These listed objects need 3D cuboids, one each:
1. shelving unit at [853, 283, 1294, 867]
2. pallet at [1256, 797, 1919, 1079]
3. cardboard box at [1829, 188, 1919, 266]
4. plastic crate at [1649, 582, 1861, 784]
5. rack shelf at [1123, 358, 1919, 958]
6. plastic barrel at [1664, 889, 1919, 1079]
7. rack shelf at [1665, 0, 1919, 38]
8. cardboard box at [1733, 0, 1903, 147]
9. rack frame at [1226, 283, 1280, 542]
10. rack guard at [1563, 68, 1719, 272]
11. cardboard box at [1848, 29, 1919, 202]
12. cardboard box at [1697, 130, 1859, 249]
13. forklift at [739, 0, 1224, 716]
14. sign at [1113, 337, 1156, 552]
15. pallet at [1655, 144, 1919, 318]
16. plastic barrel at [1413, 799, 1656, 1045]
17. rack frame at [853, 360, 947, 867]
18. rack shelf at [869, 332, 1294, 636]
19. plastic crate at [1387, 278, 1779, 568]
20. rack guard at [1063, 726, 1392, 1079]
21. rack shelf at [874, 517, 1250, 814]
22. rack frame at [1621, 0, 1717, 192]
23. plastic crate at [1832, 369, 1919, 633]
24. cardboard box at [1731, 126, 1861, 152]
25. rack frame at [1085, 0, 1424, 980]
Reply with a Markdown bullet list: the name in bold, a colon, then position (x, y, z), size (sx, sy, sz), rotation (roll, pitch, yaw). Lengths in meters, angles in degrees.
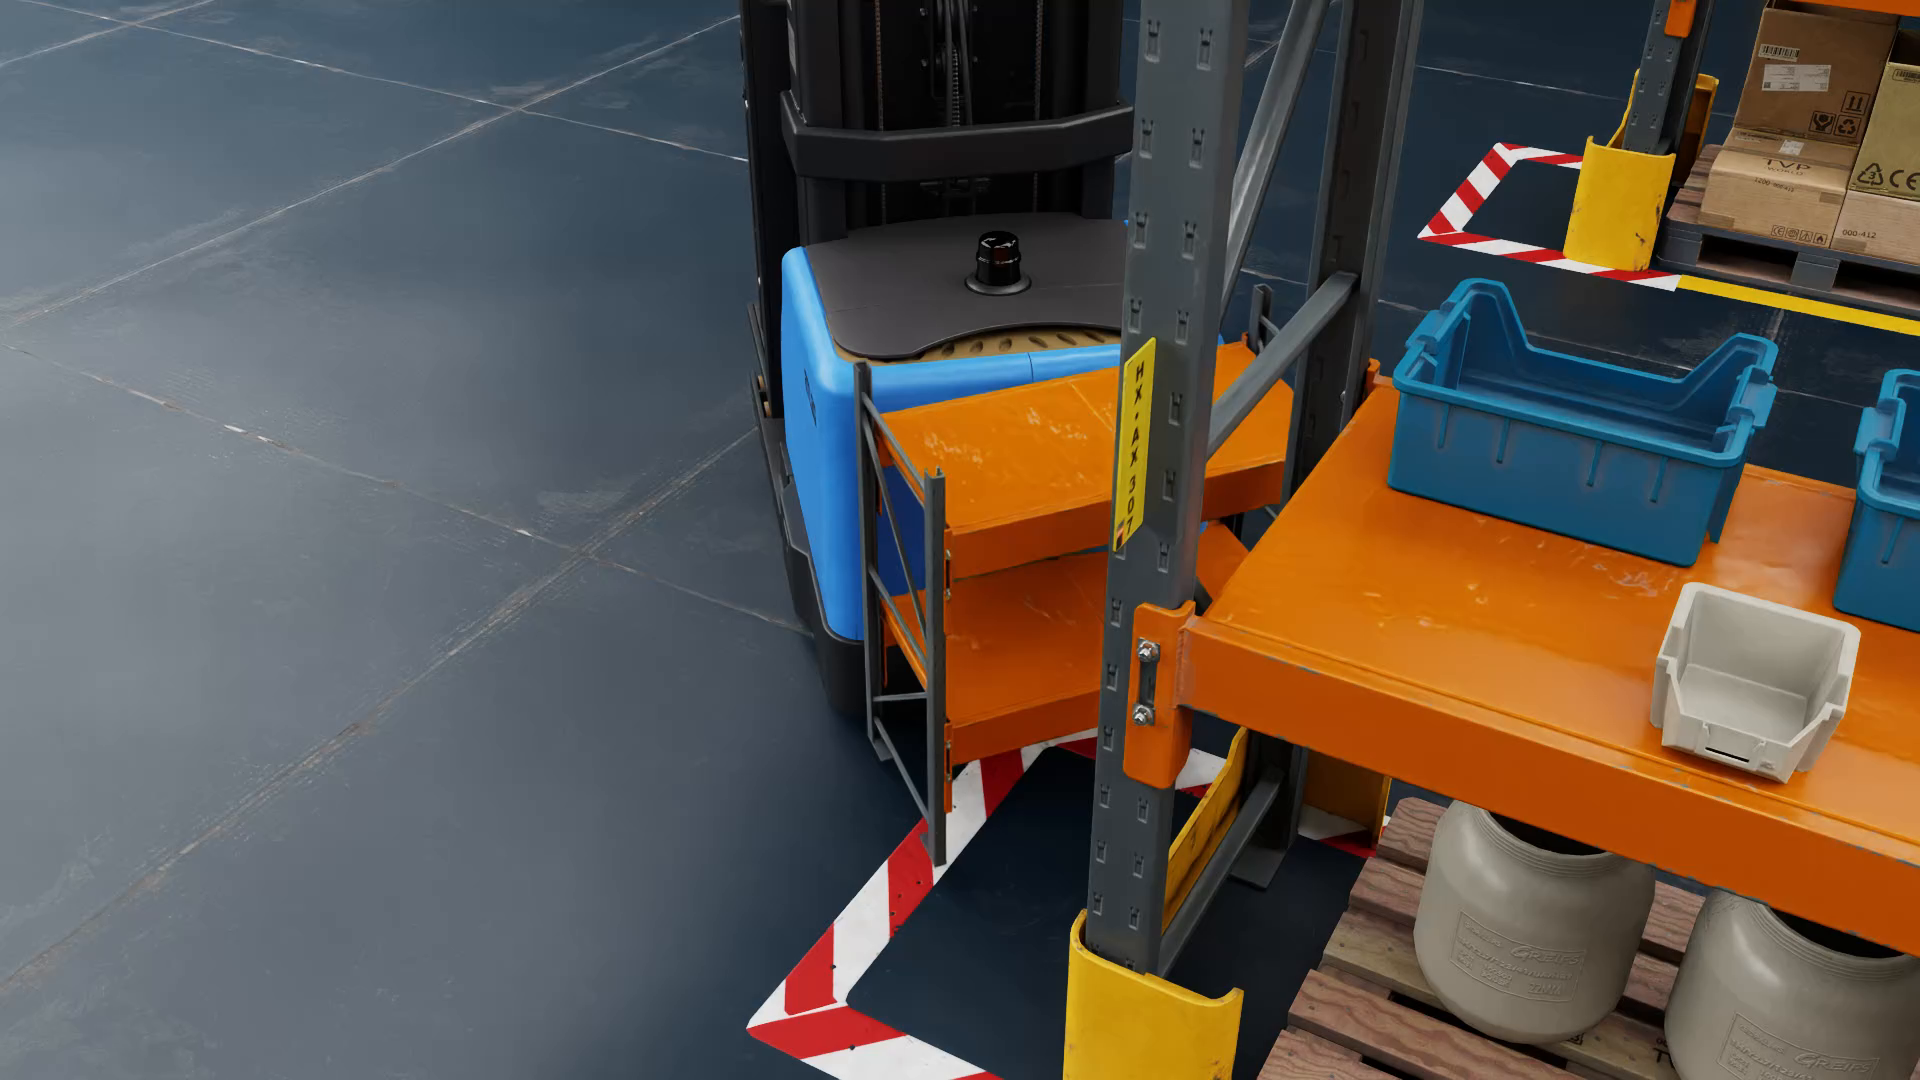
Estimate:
- **shelving unit**: position (0.338, 0.083, 4.003), size (1.048, 1.125, 0.538), rotation (-13, 38, -17)
- **pallet**: position (1.331, 1.097, 3.413), size (1.213, 0.211, 1.003), rotation (18, 37, 24)
- **cardboard box**: position (3.791, -1.311, 6.614), size (0.500, 0.250, 0.500), rotation (18, 37, 24)
- **plastic crate**: position (1.156, 0.222, 2.448), size (0.250, 0.136, 0.298), rotation (18, 37, 24)
- **rack shelf**: position (2.275, 0.561, 2.350), size (4.000, 0.370, 1.077), rotation (18, 37, 24)
- **plastic barrel**: position (1.583, 0.854, 3.126), size (0.421, 0.512, 0.421), rotation (0, 34, 0)
- **rack shelf**: position (4.736, -1.821, 5.928), size (4.000, 0.370, 1.077), rotation (18, 37, 24)
- **cardboard box**: position (3.613, -2.009, 6.986), size (0.500, 0.500, 0.500), rotation (18, 37, 24)
- **rack frame**: position (0.811, -0.025, 4.154), size (0.032, 1.125, 0.500), rotation (-13, 38, -17)
- **rack guard**: position (2.979, -1.637, 7.257), size (0.348, 0.500, 1.175), rotation (18, 37, 24)
- **cardboard box**: position (3.790, -1.622, 6.405), size (0.500, 0.500, 0.500), rotation (18, 37, 24)
- **cardboard box**: position (3.355, -1.447, 6.818), size (0.500, 0.250, 0.500), rotation (18, 37, 24)
- **forklift**: position (-0.125, -1.562, 4.951), size (1.130, 2.935, 3.031), rotation (-6, 34, -10)
- **sign**: position (0.262, -0.140, 2.504), size (0.005, 0.325, 0.100), rotation (18, 37, 24)
- **pallet**: position (3.685, -1.320, 7.042), size (1.213, 0.211, 1.003), rotation (18, 37, 24)
- **plastic barrel**: position (1.148, 0.717, 3.333), size (0.421, 0.512, 0.421), rotation (0, 34, 0)
- **rack frame**: position (-0.136, 0.192, 3.852), size (0.032, 1.125, 0.500), rotation (-13, 38, -17)
- **rack shelf**: position (0.338, -0.153, 3.830), size (1.000, 0.278, 0.538), rotation (-13, 38, -17)
- **plastic crate**: position (1.122, -0.233, 3.027), size (0.616, 0.251, 0.499), rotation (18, 37, 24)
- **rack guard**: position (0.628, 0.750, 3.672), size (0.348, 0.500, 1.175), rotation (18, 37, 24)
- **rack shelf**: position (0.337, 0.281, 4.148), size (1.000, 0.278, 0.538), rotation (-13, 38, -17)
- **rack frame**: position (3.000, -2.671, 6.555), size (0.127, 3.000, 1.000), rotation (18, 37, 24)
- **plastic crate**: position (1.683, -0.051, 2.755), size (0.408, 0.251, 0.499), rotation (18, 37, 24)
- **cardboard box**: position (3.612, -1.696, 7.192), size (0.500, 0.250, 0.500), rotation (18, 37, 24)
- **rack frame**: position (0.539, -0.288, 2.977), size (0.127, 3.000, 1.000), rotation (18, 37, 24)
